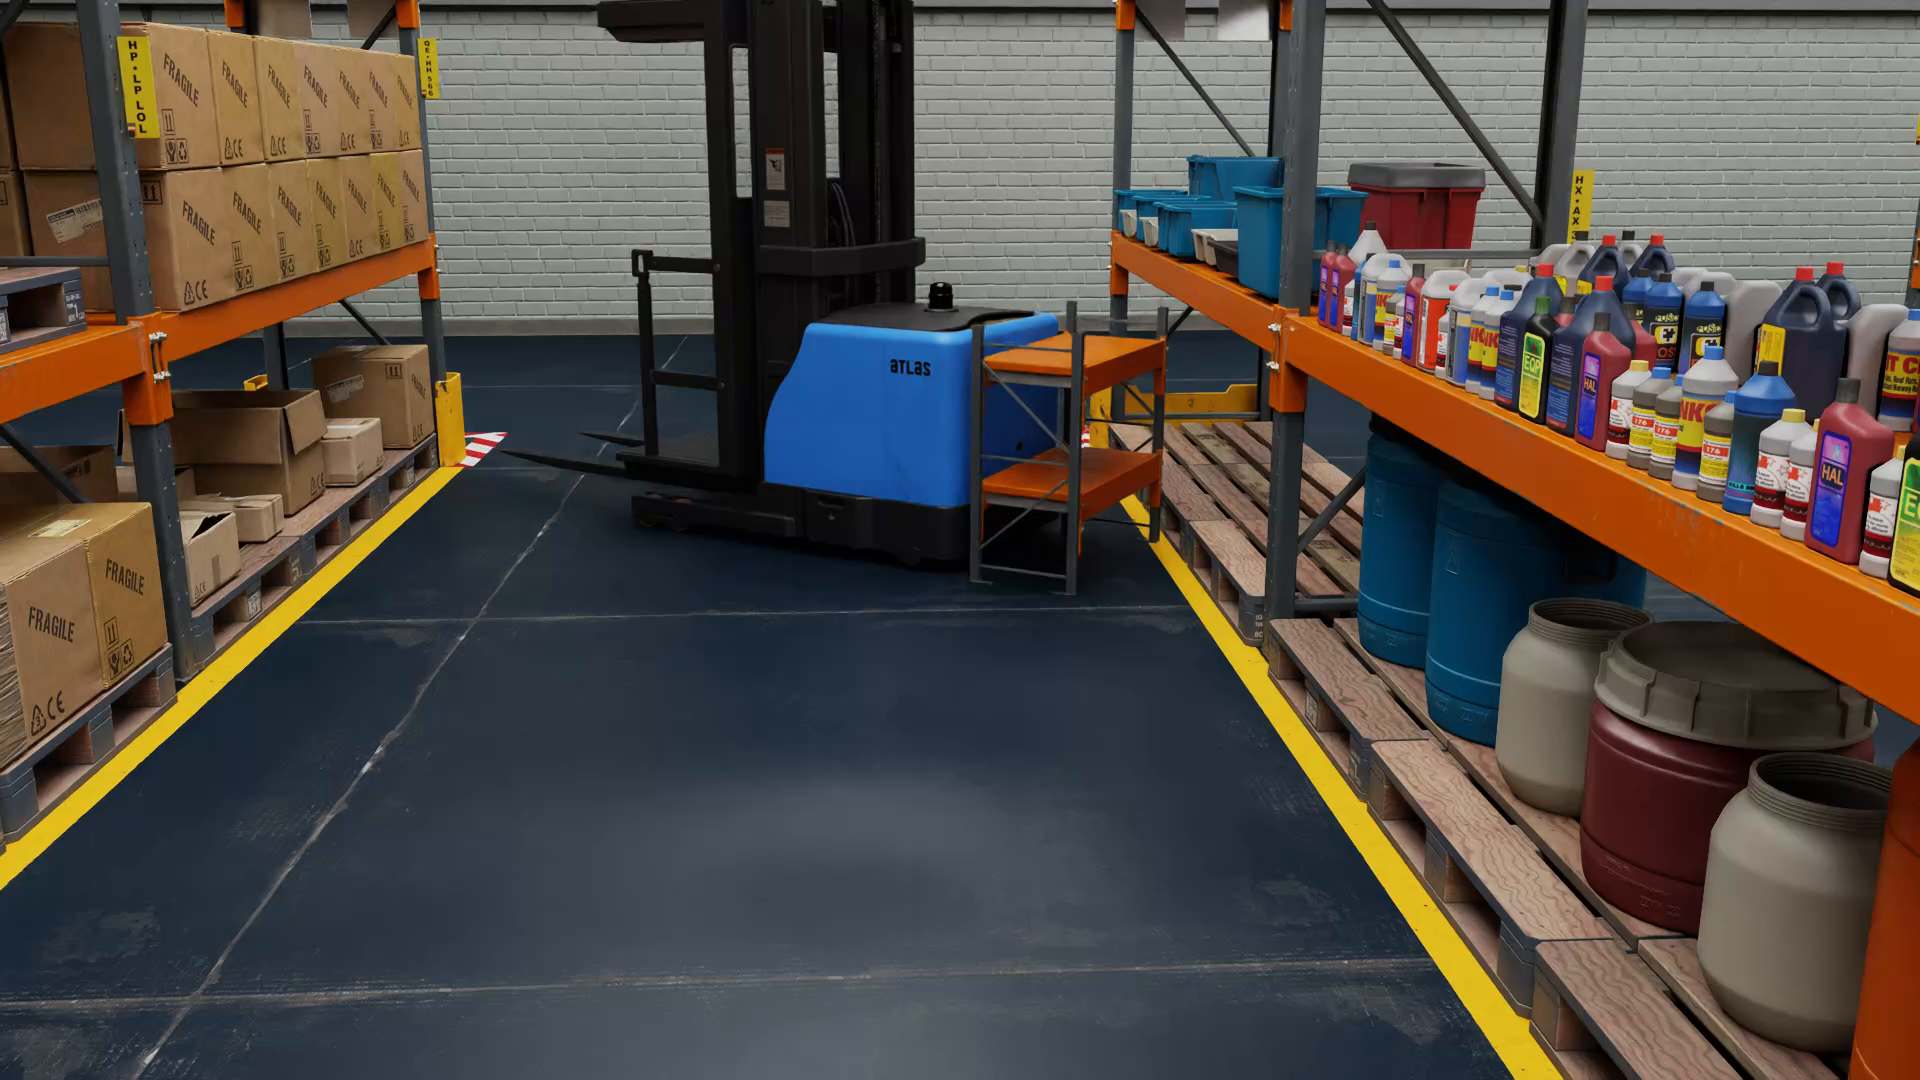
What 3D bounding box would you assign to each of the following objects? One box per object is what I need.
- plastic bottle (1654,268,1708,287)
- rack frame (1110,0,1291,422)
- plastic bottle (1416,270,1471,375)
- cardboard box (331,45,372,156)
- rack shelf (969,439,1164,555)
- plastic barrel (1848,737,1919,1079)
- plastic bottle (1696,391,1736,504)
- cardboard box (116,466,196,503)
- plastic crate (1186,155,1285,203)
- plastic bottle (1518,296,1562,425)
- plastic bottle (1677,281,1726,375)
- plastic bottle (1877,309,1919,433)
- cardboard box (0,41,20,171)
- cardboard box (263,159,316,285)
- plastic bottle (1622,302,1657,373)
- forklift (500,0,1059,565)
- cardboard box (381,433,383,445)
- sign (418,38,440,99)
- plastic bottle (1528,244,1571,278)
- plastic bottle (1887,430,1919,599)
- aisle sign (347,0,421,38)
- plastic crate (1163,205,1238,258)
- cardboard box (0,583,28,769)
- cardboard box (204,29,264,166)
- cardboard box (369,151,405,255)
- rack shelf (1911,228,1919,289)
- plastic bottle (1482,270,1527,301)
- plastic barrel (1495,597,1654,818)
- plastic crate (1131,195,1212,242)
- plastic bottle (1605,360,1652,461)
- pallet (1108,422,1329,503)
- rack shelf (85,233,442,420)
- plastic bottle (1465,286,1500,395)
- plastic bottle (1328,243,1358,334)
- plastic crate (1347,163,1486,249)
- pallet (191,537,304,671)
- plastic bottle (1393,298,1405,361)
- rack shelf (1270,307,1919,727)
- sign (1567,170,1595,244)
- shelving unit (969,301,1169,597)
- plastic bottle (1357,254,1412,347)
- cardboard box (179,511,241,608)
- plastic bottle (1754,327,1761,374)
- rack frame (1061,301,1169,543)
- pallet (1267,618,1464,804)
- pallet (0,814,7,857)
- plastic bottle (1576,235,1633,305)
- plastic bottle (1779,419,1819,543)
[{"bbox_3d":[2.054,-0.643,4.756,0.152,0.276,0.135,-1,14,-3],"label":"plastic bottle"},{"bbox_3d":[1.405,-2.007,9.809,1.000,3.000,0.127,-1,14,-3],"label":"rack frame"},{"bbox_3d":[1.359,-0.601,4.593,0.152,0.276,0.135,-1,14,-3],"label":"plastic bottle"},{"bbox_3d":[-3.168,-2.104,7.975,0.500,0.500,0.500,0,14,-2],"label":"cardboard box"},{"bbox_3d":[0.502,-0.211,7.555,0.538,0.278,1.000,8,16,25],"label":"rack shelf"},{"bbox_3d":[1.853,0.708,2.766,0.600,0.830,0.708,-1,14,-3],"label":"plastic barrel"},{"bbox_3d":[1.428,-0.175,3.084,0.097,0.201,0.097,0,14,0],"label":"plastic bottle"},{"bbox_3d":[-3.656,-0.172,7.188,0.500,0.311,0.500,-1,14,-3],"label":"cardboard box"},{"bbox_3d":[1.612,-1.973,9.485,0.616,0.435,0.499,-1,14,-3],"label":"plastic crate"},{"bbox_3d":[1.359,-0.419,3.868,0.061,0.283,0.133,-1,14,-3],"label":"plastic bottle"},{"bbox_3d":[1.953,-0.543,4.377,0.097,0.271,0.097,0,14,0],"label":"plastic bottle"},{"bbox_3d":[2.145,-0.385,3.760,0.097,0.271,0.097,0,14,0],"label":"plastic bottle"},{"bbox_3d":[-3.581,-1.592,5.985,0.500,0.500,0.500,-1,14,-3],"label":"cardboard box"},{"bbox_3d":[-3.115,-1.368,7.124,0.500,0.500,0.500,-1,14,-4],"label":"cardboard box"},{"bbox_3d":[1.511,-0.388,3.748,0.061,0.283,0.133,-1,14,-3],"label":"plastic bottle"},{"bbox_3d":[-1.035,-1.560,8.208,3.031,2.935,1.130,9,17,31],"label":"forklift"},{"bbox_3d":[-3.324,-0.539,8.906,0.380,0.166,0.250,-1,14,-3],"label":"cardboard box"},{"bbox_3d":[-2.984,-2.649,9.346,0.100,0.325,0.005,-1,14,-3],"label":"sign"},{"bbox_3d":[2.000,-0.860,5.596,0.152,0.276,0.135,-1,14,-3],"label":"plastic bottle"},{"bbox_3d":[1.450,-0.055,2.456,0.061,0.283,0.133,-1,14,-3],"label":"plastic bottle"},{"bbox_3d":[-3.238,-3.213,9.276,0.394,0.787,0.004,-1,14,-3],"label":"aisle sign"},{"bbox_3d":[1.192,-1.487,8.001,0.416,0.233,0.300,-1,14,-3],"label":"plastic crate"},{"bbox_3d":[-2.922,0.426,4.483,0.500,0.500,0.500,-1,14,-3],"label":"cardboard box"},{"bbox_3d":[-3.072,-1.720,6.483,0.500,0.500,0.500,-1,14,-5],"label":"cardboard box"},{"bbox_3d":[-3.204,-1.744,8.585,0.500,0.500,0.500,-1,14,-3],"label":"cardboard box"},{"bbox_3d":[6.472,-1.238,8.263,1.077,0.370,4.000,-1,14,-3],"label":"rack shelf"},{"bbox_3d":[1.510,-0.604,4.602,0.152,0.276,0.135,-1,14,-3],"label":"plastic bottle"},{"bbox_3d":[1.659,0.442,4.438,0.421,0.512,0.421,0,14,0],"label":"plastic barrel"},{"bbox_3d":[1.132,-1.725,8.928,0.416,0.233,0.300,-1,14,-3],"label":"plastic crate"},{"bbox_3d":[1.404,-0.272,3.461,0.097,0.201,0.097,0,14,0],"label":"plastic bottle"},{"bbox_3d":[1.417,-0.451,9.357,1.003,0.211,1.213,-1,14,-3],"label":"pallet"},{"bbox_3d":[-3.415,-1.086,7.672,1.077,0.370,4.000,-1,14,-3],"label":"rack shelf"},{"bbox_3d":[1.353,-0.512,4.255,0.097,0.271,0.097,0,14,0],"label":"plastic bottle"},{"bbox_3d":[1.258,-0.825,5.448,0.061,0.283,0.133,-1,14,-3],"label":"plastic bottle"},{"bbox_3d":[1.848,-1.299,6.805,0.402,0.464,0.583,-1,14,-3],"label":"plastic crate"},{"bbox_3d":[-3.333,0.243,6.660,1.003,0.211,1.213,-1,14,-3],"label":"pallet"},{"bbox_3d":[1.316,-0.627,4.841,0.097,0.201,0.097,0,14,0],"label":"plastic bottle"},{"bbox_3d":[1.777,-0.167,4.099,1.077,0.370,4.000,-1,14,-3],"label":"rack shelf"},{"bbox_3d":[2.202,-1.155,5.939,0.100,0.325,0.005,-1,14,-3],"label":"sign"},{"bbox_3d":[0.504,-0.447,7.493,0.538,1.125,1.048,8,16,25],"label":"shelving unit"},{"bbox_3d":[1.324,-0.741,5.134,0.152,0.276,0.135,-1,14,-3],"label":"plastic bottle"},{"bbox_3d":[-3.101,0.044,6.348,0.500,0.311,0.500,-1,14,-3],"label":"cardboard box"},{"bbox_3d":[2.111,-0.488,4.300,0.097,0.201,0.097,0,14,0],"label":"plastic bottle"},{"bbox_3d":[0.731,-0.562,7.933,0.500,1.125,0.032,8,16,25],"label":"rack frame"},{"bbox_3d":[1.659,0.530,5.542,1.003,0.211,1.213,-1,14,-3],"label":"pallet"},{"bbox_3d":[-3.124,0.919,4.030,1.003,0.211,1.213,-1,14,-3],"label":"pallet"},{"bbox_3d":[1.904,-0.717,4.892,0.144,0.351,0.185,-1,14,-3],"label":"plastic bottle"},{"bbox_3d":[1.447,-0.102,2.802,0.097,0.201,0.097,0,14,0],"label":"plastic bottle"}]
